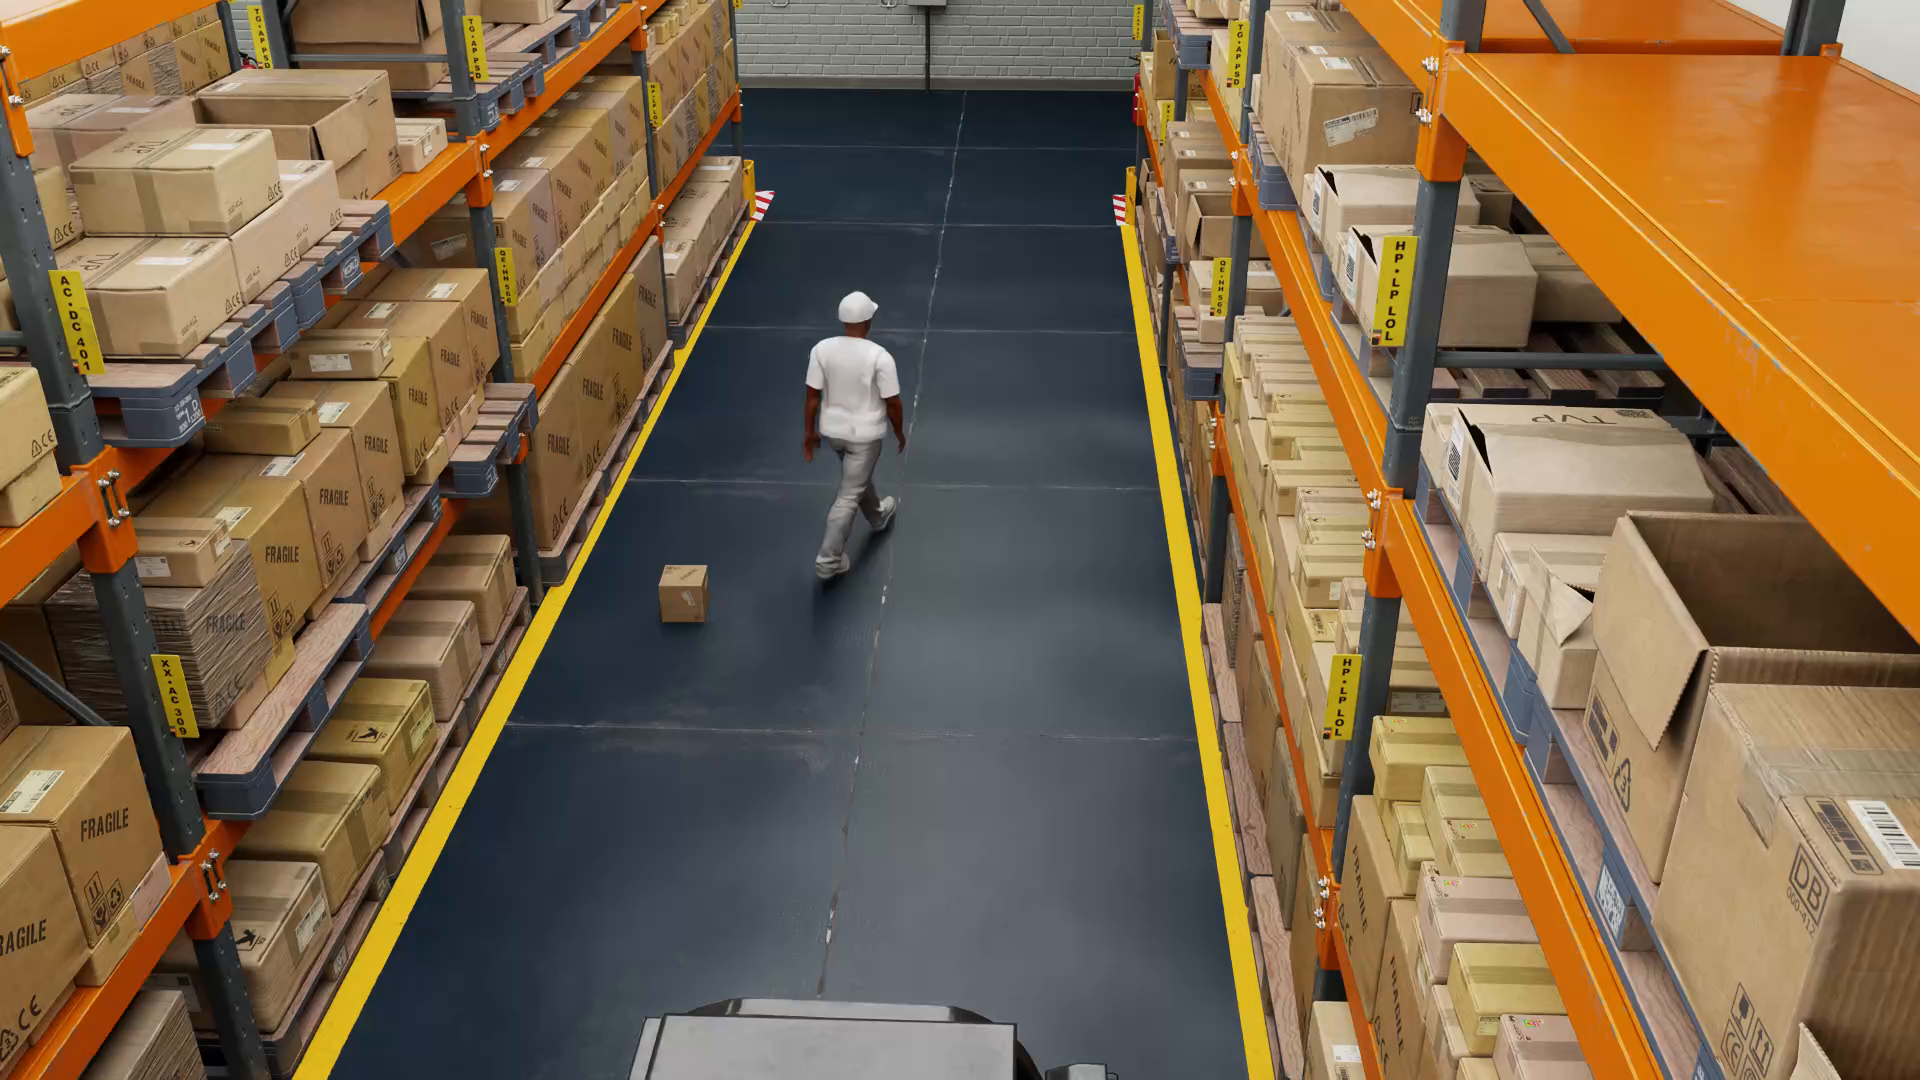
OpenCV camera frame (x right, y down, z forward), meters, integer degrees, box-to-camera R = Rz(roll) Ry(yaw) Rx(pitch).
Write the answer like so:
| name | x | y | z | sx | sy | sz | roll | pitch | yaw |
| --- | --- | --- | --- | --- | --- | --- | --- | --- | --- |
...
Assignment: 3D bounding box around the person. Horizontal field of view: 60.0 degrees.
| name | x | y | z | sx | sy | sz | roll | pitch | yaw |
| --- | --- | --- | --- | --- | --- | --- | --- | --- | --- |
| person | -0.613 | -0.687 | 10.154 | 0.575 | 1.709 | 1.098 | 15 | 31 | 26 |
